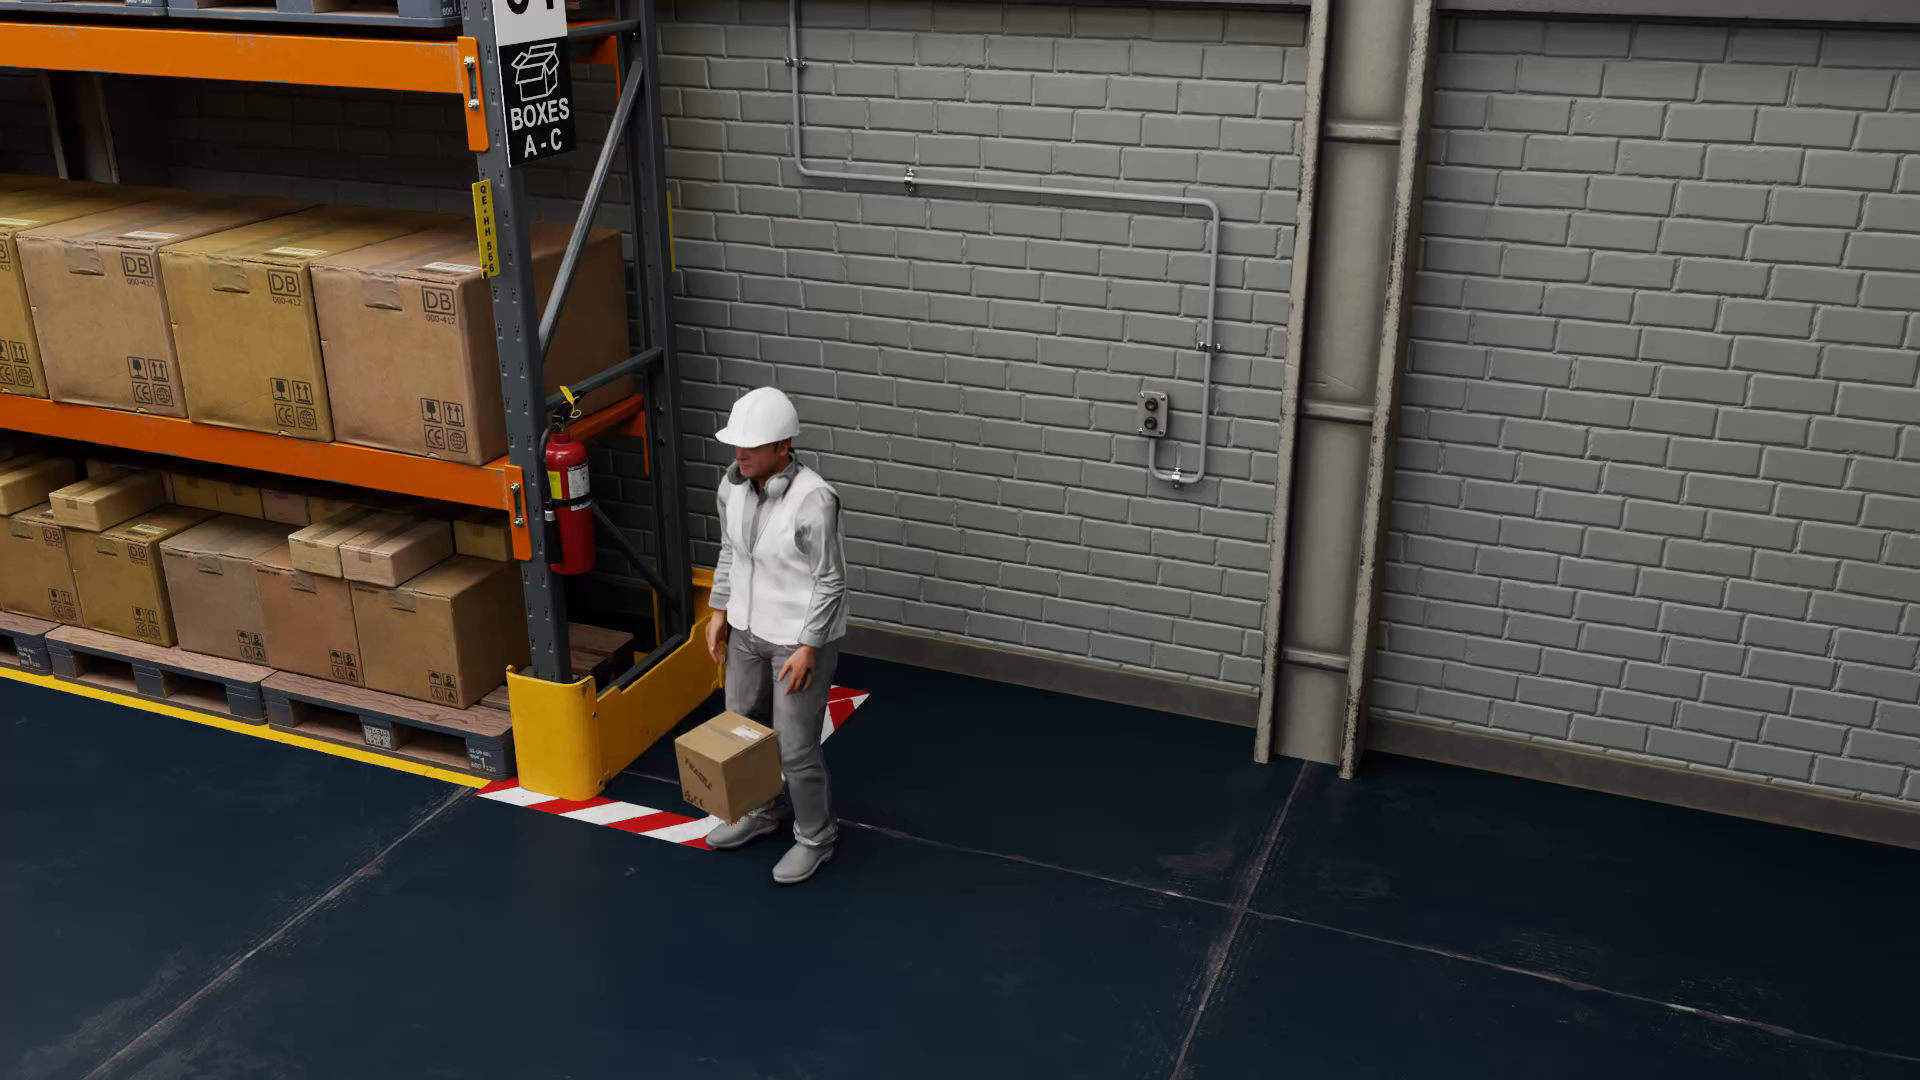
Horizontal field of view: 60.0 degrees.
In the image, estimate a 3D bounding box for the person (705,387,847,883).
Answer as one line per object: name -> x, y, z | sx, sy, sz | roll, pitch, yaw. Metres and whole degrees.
person -> -0.624, 0.315, 5.778 | 0.561, 1.775, 0.435 | 18, 28, 38
